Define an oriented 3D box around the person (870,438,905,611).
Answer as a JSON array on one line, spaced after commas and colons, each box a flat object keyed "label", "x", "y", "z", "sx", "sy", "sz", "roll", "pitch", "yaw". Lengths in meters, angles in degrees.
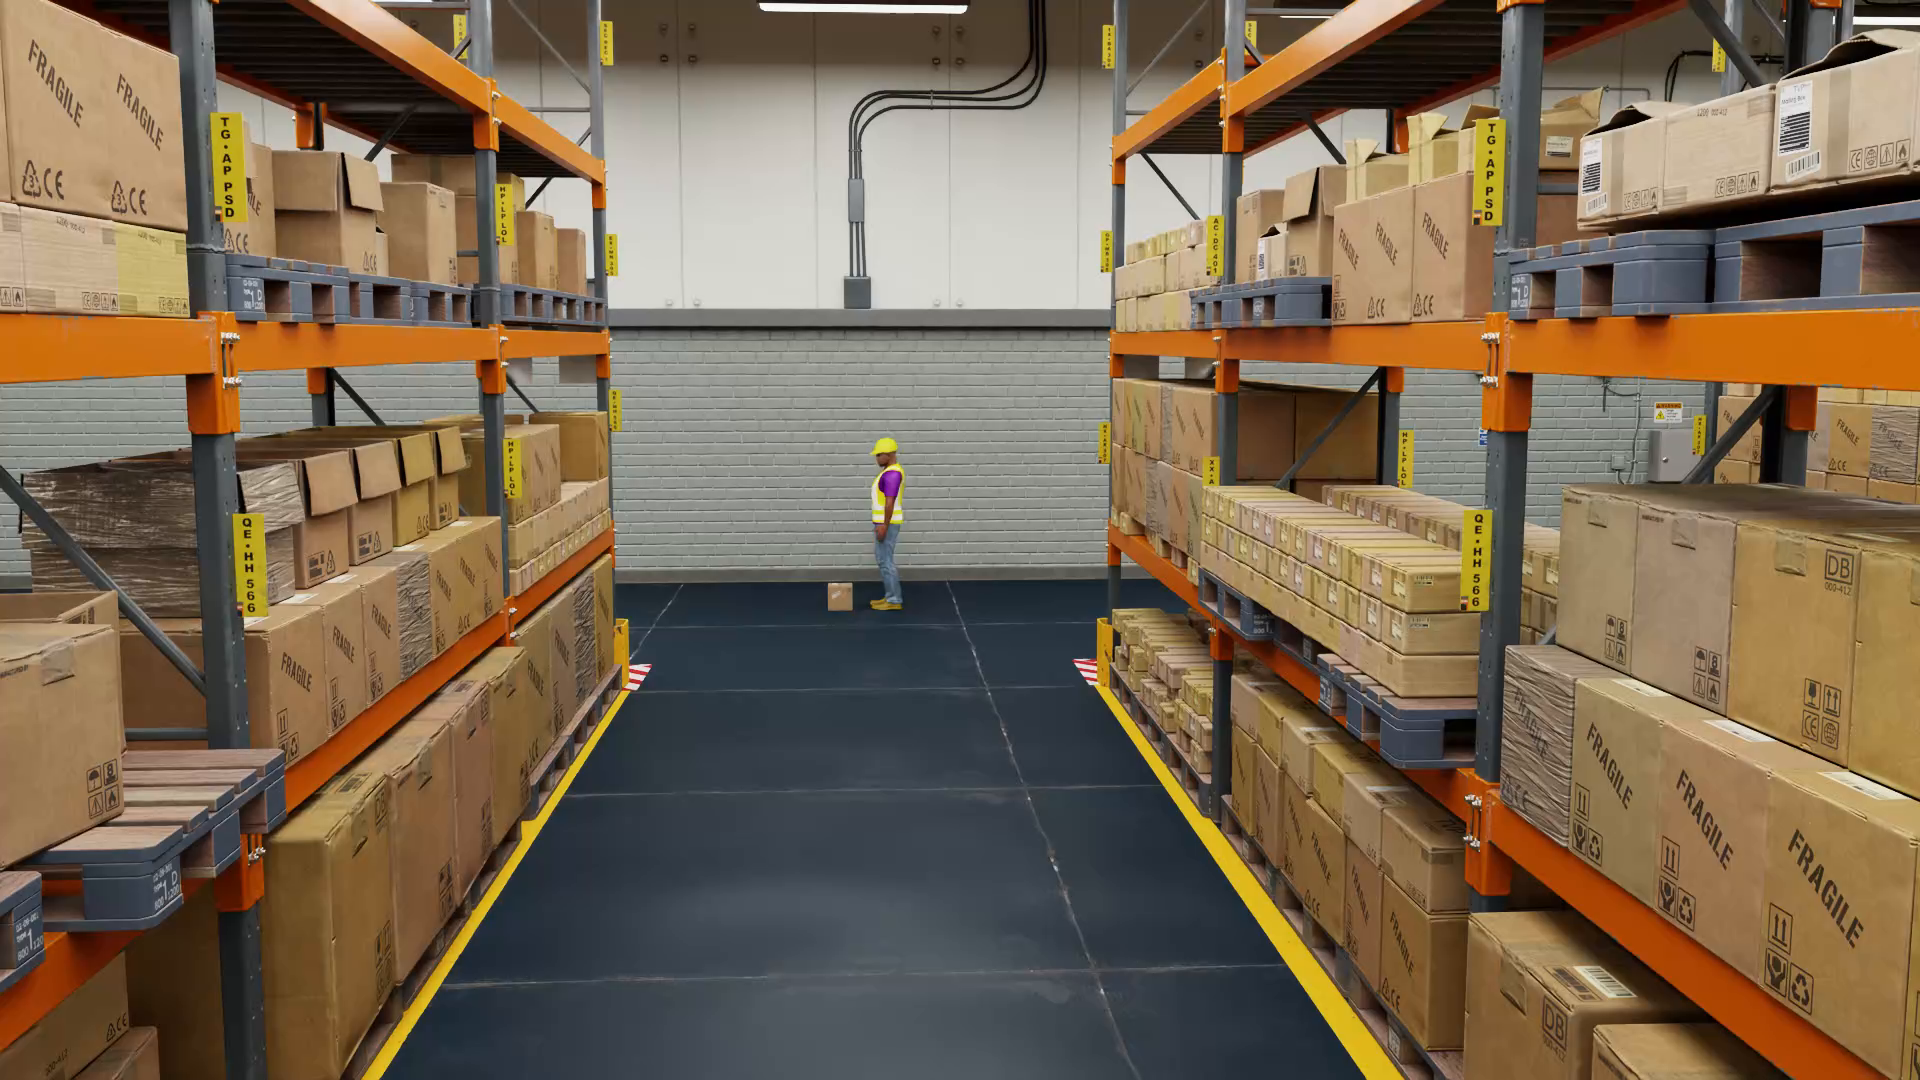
[{"label": "person", "x": -0.745, "y": -0.169, "z": 17.065, "sx": 0.366, "sy": 1.761, "sz": 0.566, "roll": 0, "pitch": 7, "yaw": -3}]
